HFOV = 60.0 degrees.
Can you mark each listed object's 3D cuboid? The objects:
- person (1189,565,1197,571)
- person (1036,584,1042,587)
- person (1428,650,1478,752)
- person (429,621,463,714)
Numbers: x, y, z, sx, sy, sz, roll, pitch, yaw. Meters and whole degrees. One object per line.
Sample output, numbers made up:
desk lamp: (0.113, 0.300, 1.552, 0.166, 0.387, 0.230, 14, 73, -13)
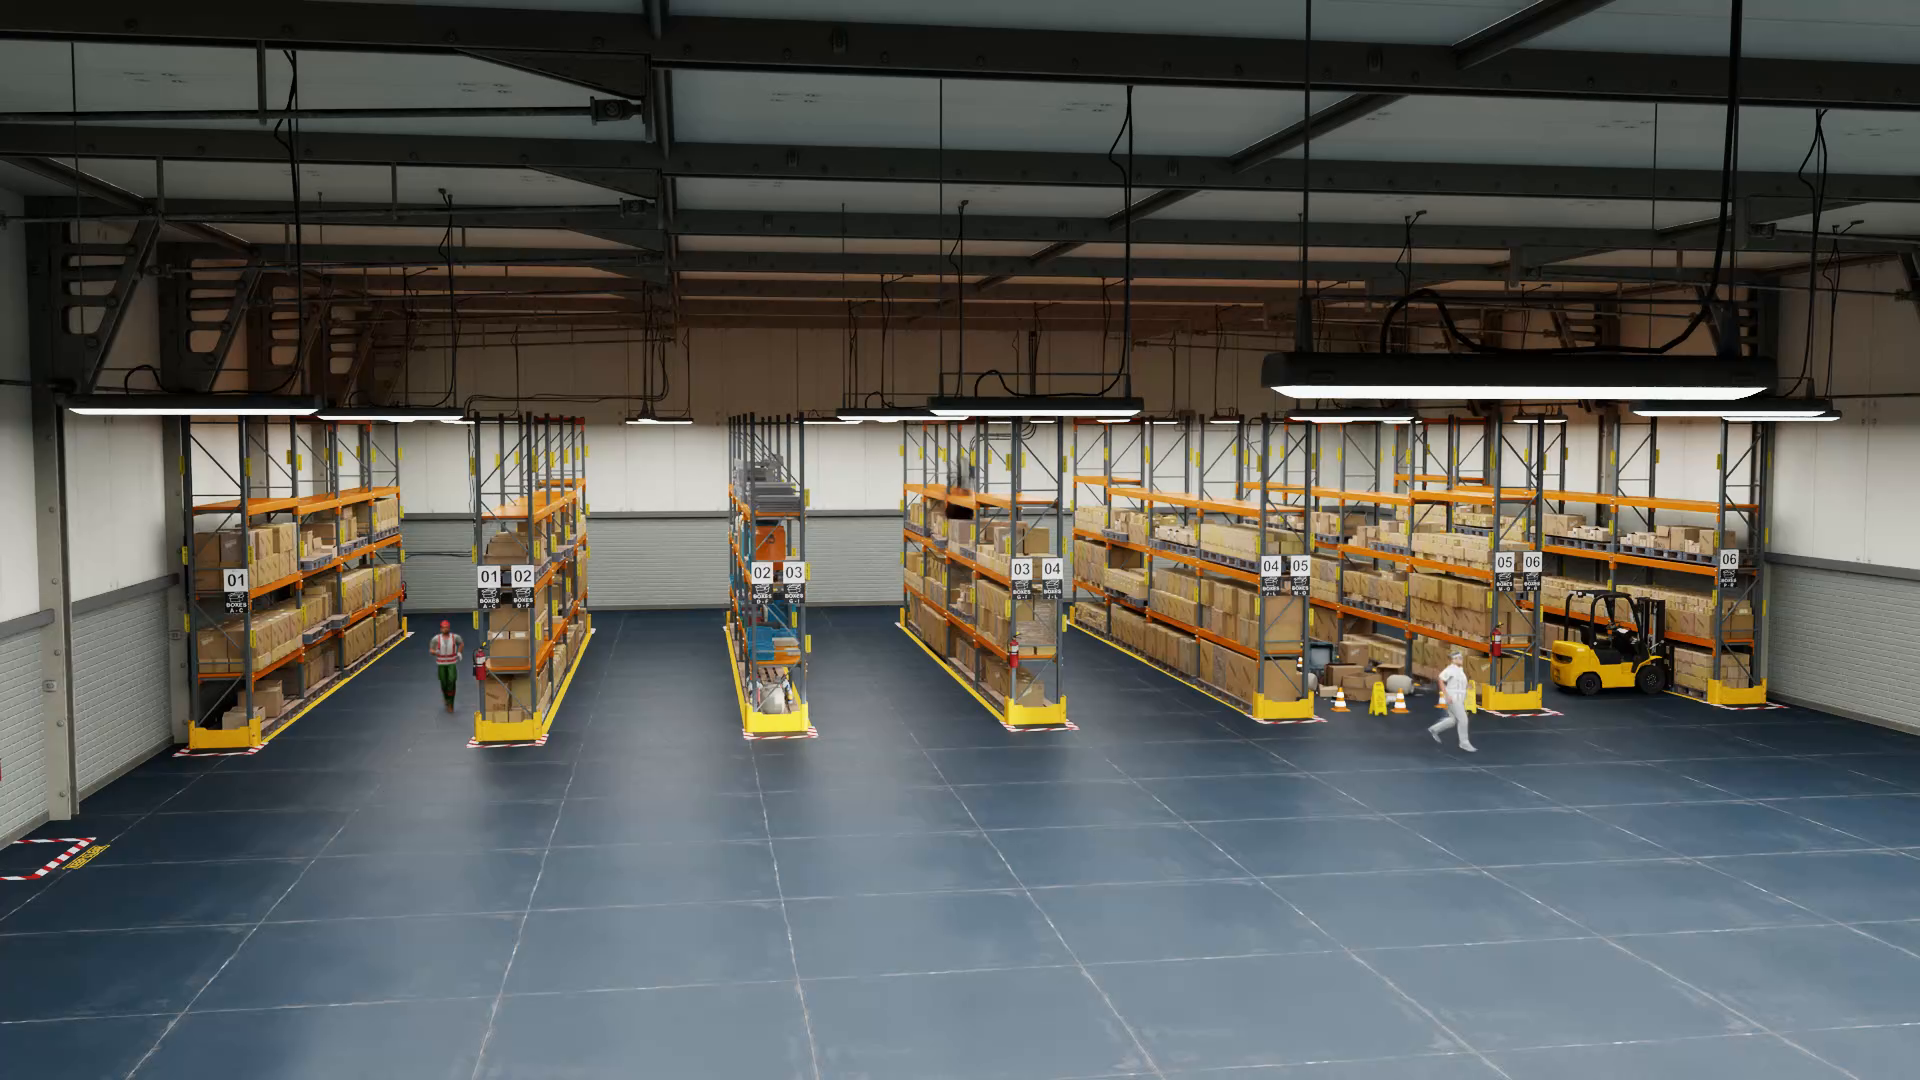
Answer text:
person: (7.032, 1.421, 50.514, 0.550, 1.732, 0.745, -1, 4, -9)
person: (2.268, 1.724, 46.941, 0.594, 1.613, 0.514, -1, 4, -14)
person: (8.805, 2.840, 29.585, 0.858, 1.793, 0.690, 2, 4, 30)
person: (-10.376, 2.534, 33.589, 0.642, 1.833, 0.893, -1, 4, -13)
